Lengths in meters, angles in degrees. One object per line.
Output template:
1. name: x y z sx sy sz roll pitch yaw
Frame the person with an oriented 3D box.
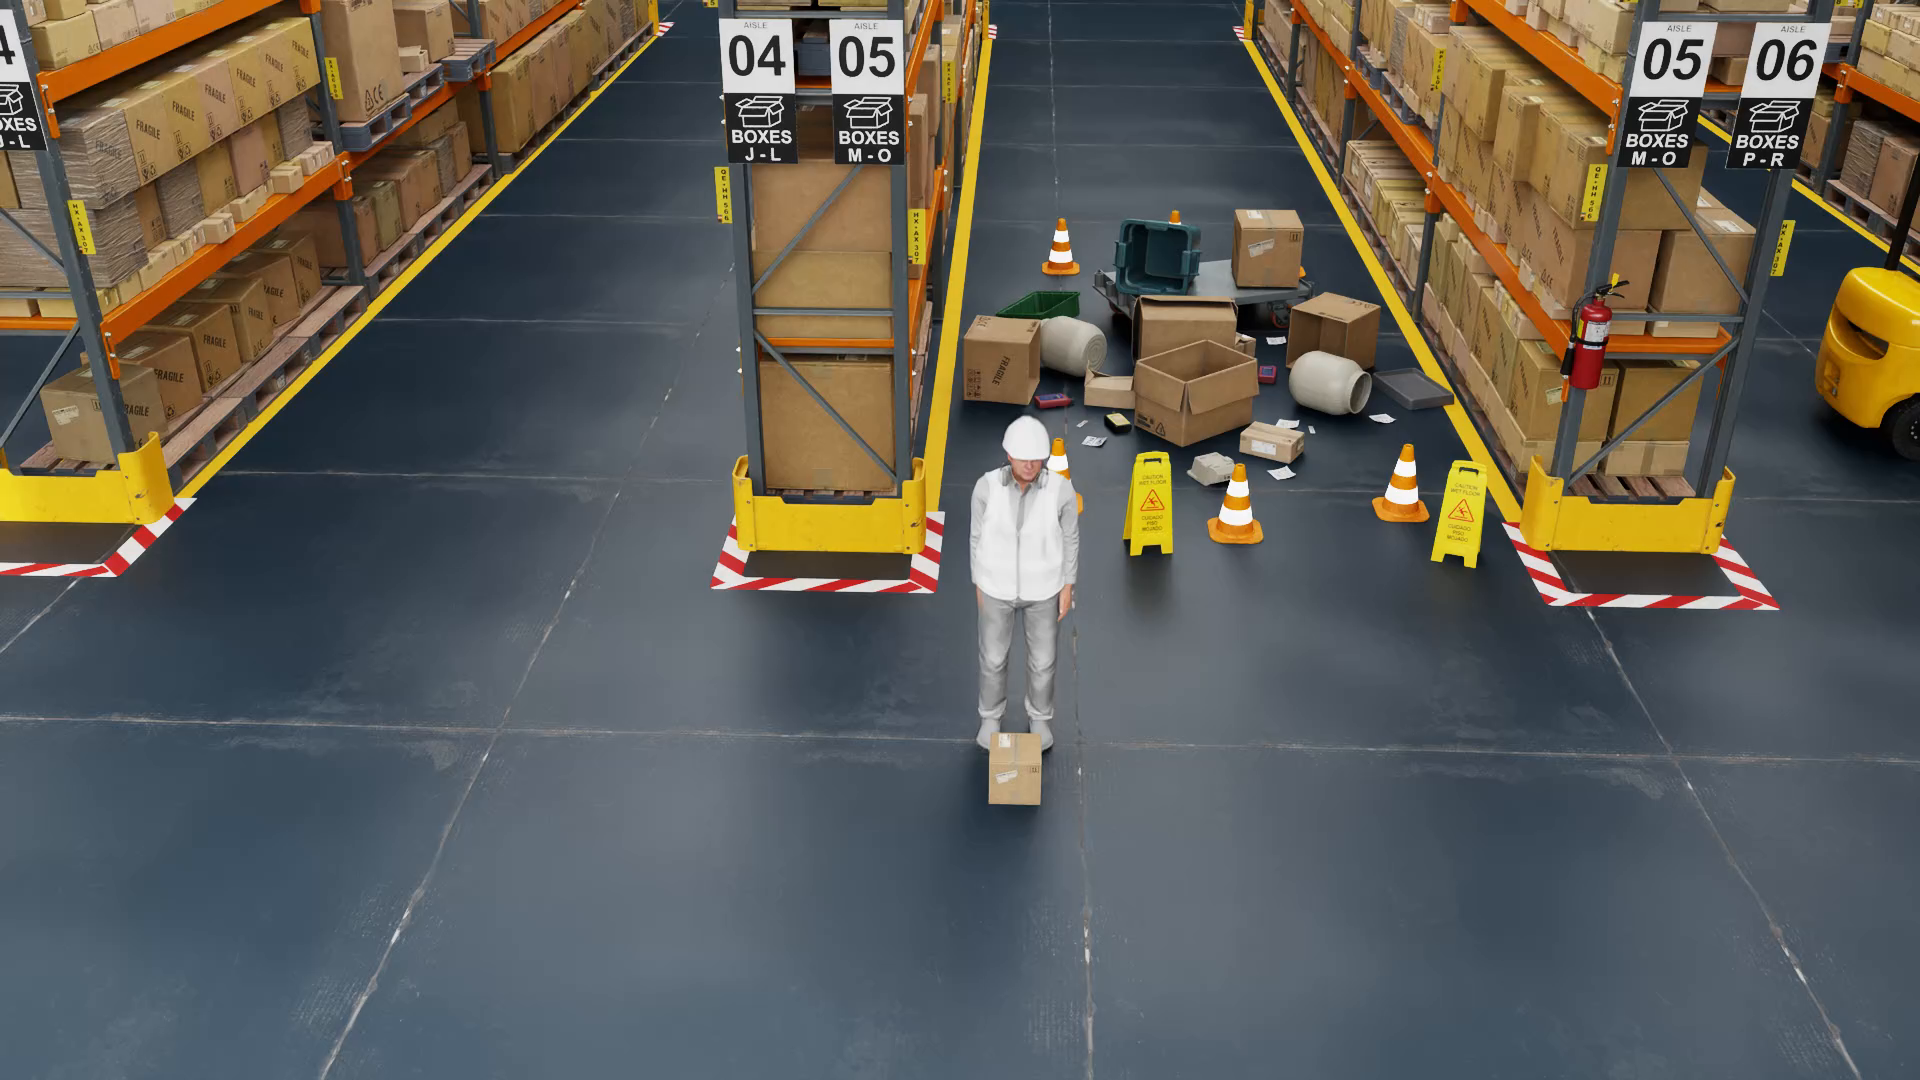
1. person: 0.312 0.222 8.178 0.533 1.768 0.360 2 28 3
